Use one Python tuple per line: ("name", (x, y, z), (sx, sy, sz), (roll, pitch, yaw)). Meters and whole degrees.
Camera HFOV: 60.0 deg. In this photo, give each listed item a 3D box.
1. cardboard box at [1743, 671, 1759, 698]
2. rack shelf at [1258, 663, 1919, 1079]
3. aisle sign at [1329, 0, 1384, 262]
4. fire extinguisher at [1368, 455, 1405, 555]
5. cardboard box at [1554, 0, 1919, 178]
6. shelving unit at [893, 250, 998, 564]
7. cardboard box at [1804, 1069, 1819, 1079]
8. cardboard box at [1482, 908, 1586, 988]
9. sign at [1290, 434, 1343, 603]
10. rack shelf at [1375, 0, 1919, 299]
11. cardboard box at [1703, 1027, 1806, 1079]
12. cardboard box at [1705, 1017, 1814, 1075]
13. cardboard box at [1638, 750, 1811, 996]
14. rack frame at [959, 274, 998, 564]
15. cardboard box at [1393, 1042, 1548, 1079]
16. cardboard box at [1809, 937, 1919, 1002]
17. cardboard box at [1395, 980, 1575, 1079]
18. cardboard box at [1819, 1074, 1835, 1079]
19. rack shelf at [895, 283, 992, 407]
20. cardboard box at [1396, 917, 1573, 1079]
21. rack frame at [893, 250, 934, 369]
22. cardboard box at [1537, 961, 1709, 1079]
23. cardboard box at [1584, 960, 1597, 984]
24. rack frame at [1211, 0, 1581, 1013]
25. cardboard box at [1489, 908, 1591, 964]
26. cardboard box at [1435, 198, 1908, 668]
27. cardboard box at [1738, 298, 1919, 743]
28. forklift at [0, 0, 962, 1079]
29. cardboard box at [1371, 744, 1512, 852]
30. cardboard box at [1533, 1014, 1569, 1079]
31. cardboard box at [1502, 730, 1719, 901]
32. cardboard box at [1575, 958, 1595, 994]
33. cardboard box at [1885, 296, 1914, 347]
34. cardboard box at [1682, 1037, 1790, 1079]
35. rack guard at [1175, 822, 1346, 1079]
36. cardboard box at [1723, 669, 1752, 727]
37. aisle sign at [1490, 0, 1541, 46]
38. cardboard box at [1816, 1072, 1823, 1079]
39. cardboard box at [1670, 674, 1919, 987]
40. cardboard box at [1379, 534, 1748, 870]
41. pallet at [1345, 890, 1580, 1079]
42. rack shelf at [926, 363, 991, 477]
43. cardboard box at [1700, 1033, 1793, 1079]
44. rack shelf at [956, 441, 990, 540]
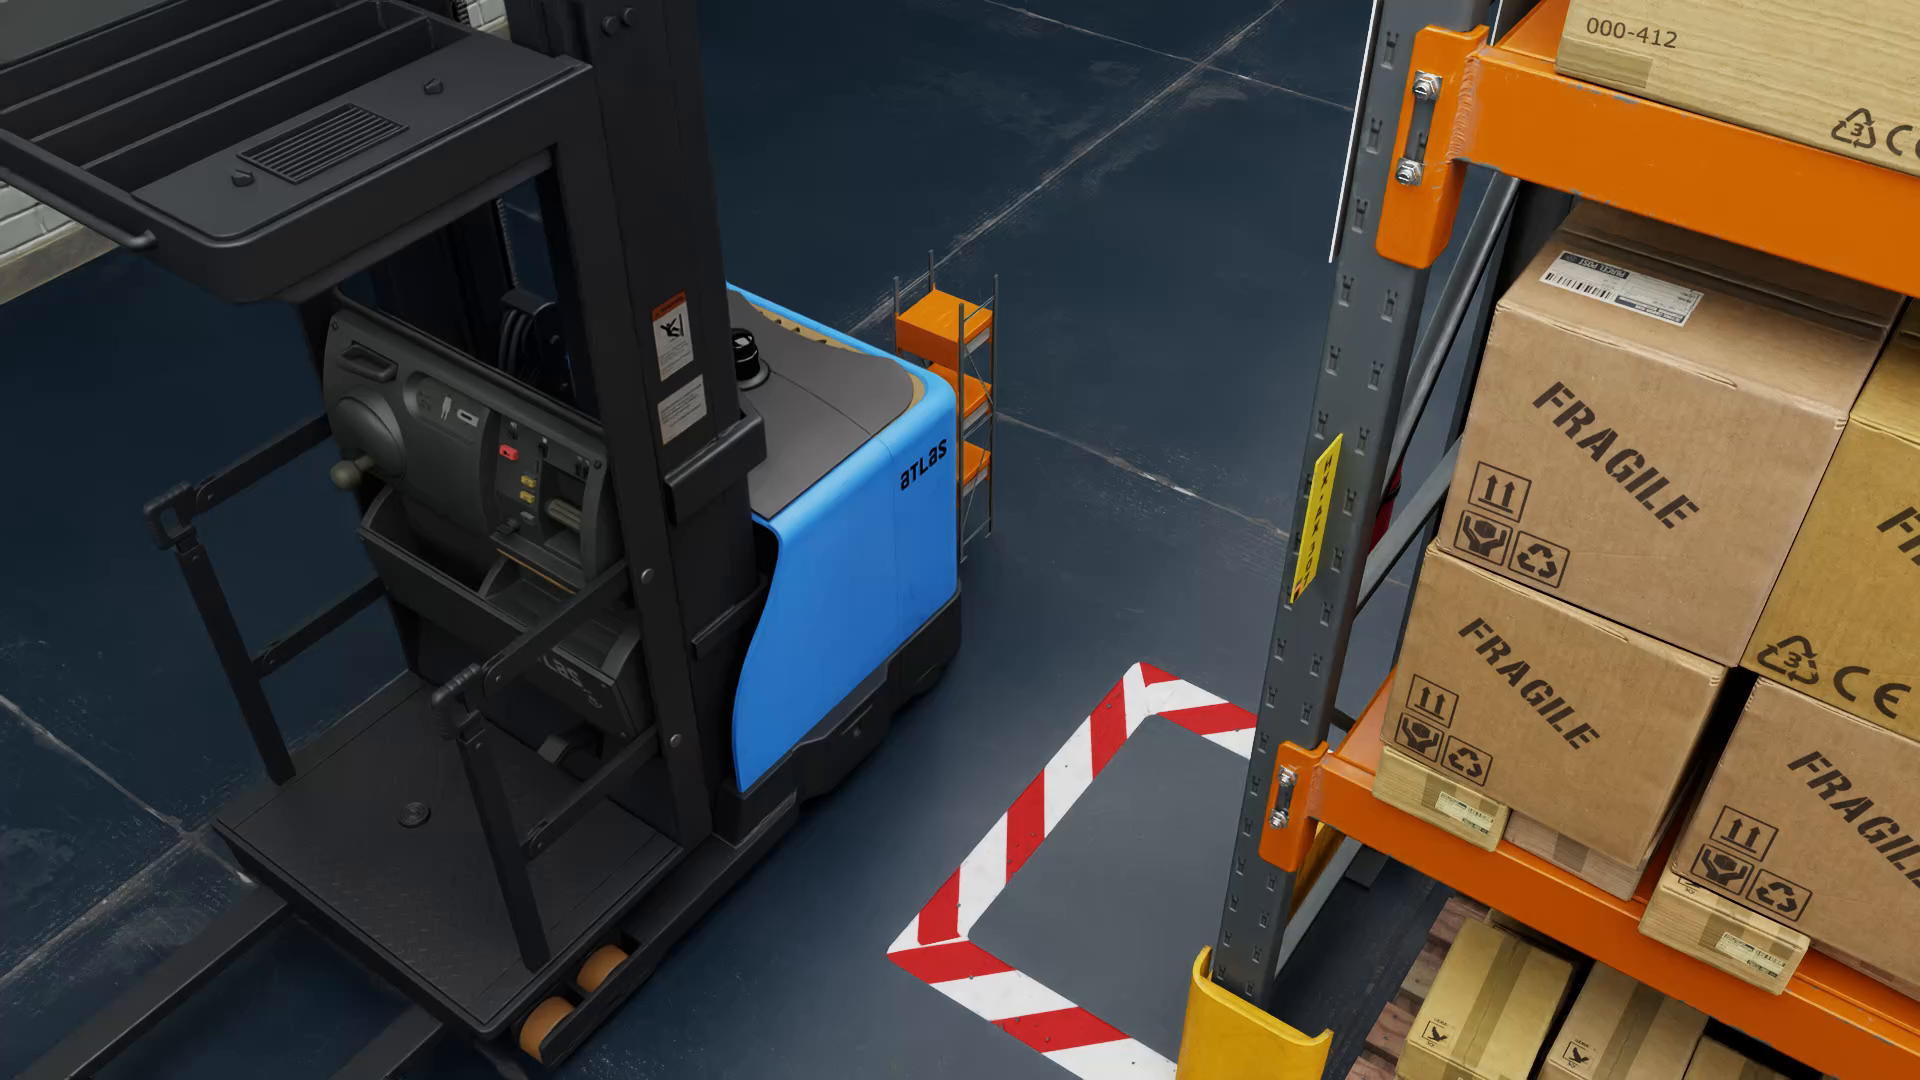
("cardboard box", (1.865, 0.076, 3.118), (0.500, 0.500, 0.500), (24, 47, 25))
("rack shelf", (2.568, 1.026, 2.893), (4.000, 0.370, 1.077), (25, 48, 25))
("aisle sign", (0.699, -0.841, 2.491), (0.004, 0.787, 0.394), (25, 48, 25))
("fire extinguisher", (0.990, -0.189, 4.049), (0.183, 0.674, 0.296), (25, 48, 25))
("cardboard box", (1.152, -0.758, 2.211), (0.500, 0.250, 0.500), (27, 48, 27))
("shelving unit", (-0.044, -0.412, 5.423), (0.252, 1.050, 0.215), (25, 48, 25))
("cardboard box", (2.127, 1.264, 3.910), (0.250, 0.149, 0.380), (26, 48, 26))
("cardboard box", (1.482, 0.986, 4.222), (0.250, 0.149, 0.380), (26, 48, 26))
("sign", (0.620, -0.034, 2.890), (0.005, 0.325, 0.100), (25, 48, 25))
("rack shelf", (2.568, -0.092, 1.893), (4.000, 0.370, 1.077), (25, 48, 25))
("cardboard box", (1.917, 1.177, 4.008), (0.250, 0.149, 0.380), (25, 47, 25))
("cardboard box", (1.953, 1.031, 3.948), (0.250, 0.149, 0.380), (23, 47, 24))
("cardboard box", (1.430, 0.596, 3.023), (0.250, 0.149, 0.380), (24, 47, 24))
("rack frame", (0.056, -0.365, 5.371), (0.008, 1.050, 0.200), (25, 48, 25))
("cardboard box", (1.176, 1.273, 3.900), (0.250, 0.149, 0.380), (26, 48, 26))
("cardboard box", (1.721, 0.620, 2.996), (0.250, 0.149, 0.380), (27, 49, 27))
("cardboard box", (1.213, 1.128, 3.840), (0.250, 0.149, 0.380), (27, 48, 27))
("cardboard box", (1.843, 1.318, 3.404), (0.250, 0.149, 0.380), (23, 47, 23))
("rack shelf", (-0.044, -0.615, 5.241), (0.240, 0.259, 0.215), (25, 48, 25))
("cardboard box", (1.165, 1.062, 3.690), (0.250, 0.149, 0.380), (23, 47, 24))
("rack frame", (-0.144, -0.458, 5.475), (0.008, 1.050, 0.200), (25, 48, 25))
("cardboard box", (1.460, 1.102, 3.645), (0.250, 0.149, 0.380), (26, 48, 26))
("cardboard box", (1.710, 0.963, 4.024), (0.250, 0.149, 0.380), (24, 47, 24))
("rack frame", (0.931, -0.008, 3.509), (0.127, 3.000, 1.000), (25, 48, 25))
("cardboard box", (1.527, 0.833, 4.169), (0.250, 0.149, 0.380), (24, 47, 24))
("cardboard box", (1.146, -0.212, 2.689), (0.500, 0.500, 0.500), (25, 47, 25))
("cardboard box", (1.563, -0.022, 2.477), (0.500, 0.500, 0.500), (26, 48, 26))
("forklift", (-1.272, -0.130, 3.697), (1.130, 2.935, 3.031), (26, 48, 26))
("cardboard box", (1.008, 0.389, 3.254), (0.250, 0.149, 0.380), (25, 47, 25))
("cardboard box", (1.437, 1.329, 3.838), (0.250, 0.149, 0.380), (25, 47, 25))
("cardboard box", (1.240, 0.464, 3.171), (0.250, 0.149, 0.380), (27, 48, 27))
("cardboard box", (1.750, 1.029, 4.174), (0.250, 0.149, 0.380), (27, 48, 27))
("cardboard box", (1.448, -0.489, 2.999), (0.500, 0.500, 0.500), (24, 47, 25))
("cardboard box", (1.592, 1.269, 3.460), (0.250, 0.149, 0.380), (25, 47, 25))
("rack guard", (0.993, 0.953, 4.310), (0.348, 0.500, 1.175), (25, 48, 25))
("cardboard box", (1.756, 0.260, 3.399), (0.250, 0.149, 0.380), (25, 47, 25))
("aisle sign", (1.043, -1.168, 2.857), (0.004, 0.787, 0.394), (25, 48, 25))
("cardboard box", (2.114, 1.191, 3.770), (0.250, 0.149, 0.380), (25, 47, 25))
("cardboard box", (1.593, 0.358, 2.803), (0.500, 0.500, 0.500), (25, 48, 25))
("cardboard box", (1.140, 0.167, 3.016), (0.500, 0.500, 0.500), (27, 49, 27))
("pallet", (1.638, 1.391, 4.037), (1.213, 0.211, 1.003), (25, 48, 25))
("rack shelf", (-0.044, -0.404, 5.430), (0.240, 0.259, 0.215), (25, 48, 25))
("cardboard box", (1.655, 1.309, 3.638), (0.250, 0.149, 0.380), (26, 48, 26))
("rack shelf", (-0.044, -0.197, 5.615), (0.240, 0.259, 0.215), (25, 48, 25))
